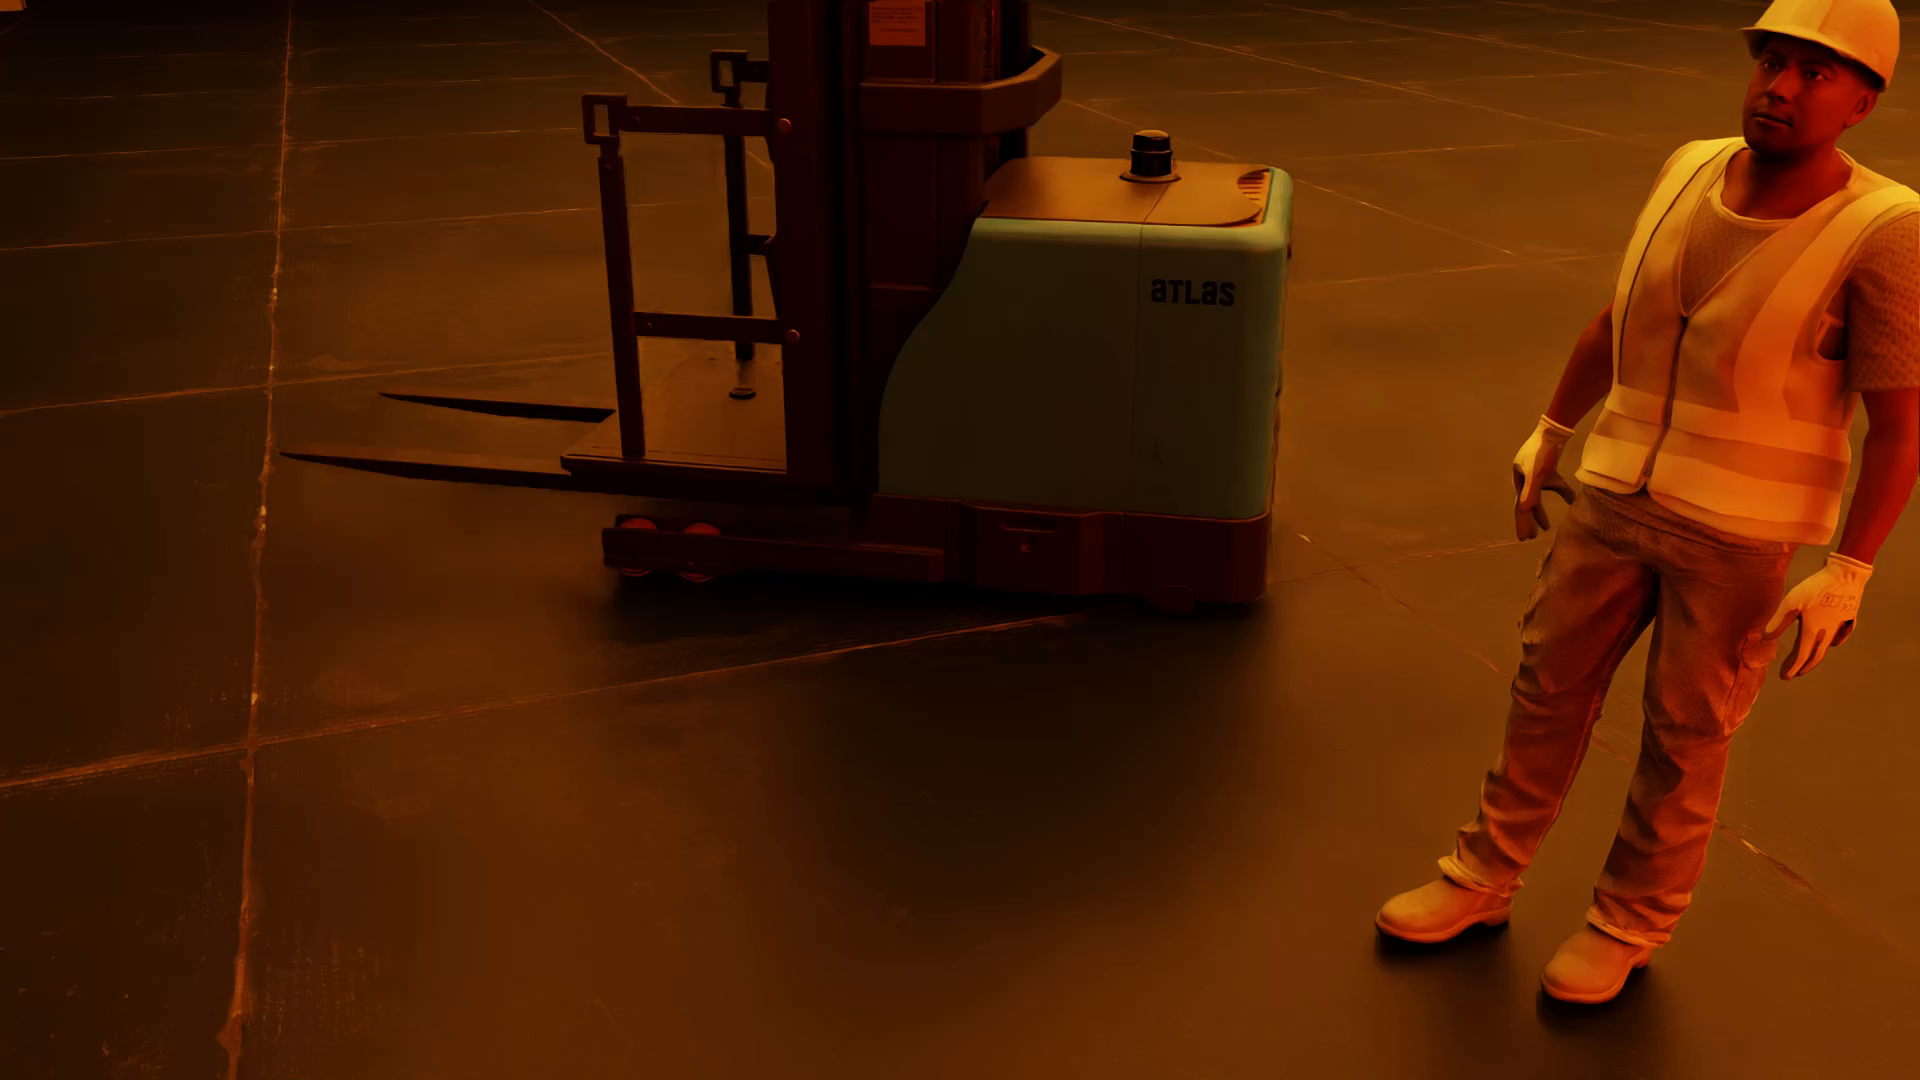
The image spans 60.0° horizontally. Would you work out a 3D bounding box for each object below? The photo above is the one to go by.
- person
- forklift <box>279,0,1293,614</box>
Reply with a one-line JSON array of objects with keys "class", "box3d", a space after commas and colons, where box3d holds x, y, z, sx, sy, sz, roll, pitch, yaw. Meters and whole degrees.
[{"class": "person", "box3d": [1.184, -0.020, 2.812, 0.578, 1.784, 0.663, -13, 26, -29]}, {"class": "forklift", "box3d": [-0.564, -1.424, 4.685, 3.031, 2.935, 1.130, 5, 23, 11]}]
